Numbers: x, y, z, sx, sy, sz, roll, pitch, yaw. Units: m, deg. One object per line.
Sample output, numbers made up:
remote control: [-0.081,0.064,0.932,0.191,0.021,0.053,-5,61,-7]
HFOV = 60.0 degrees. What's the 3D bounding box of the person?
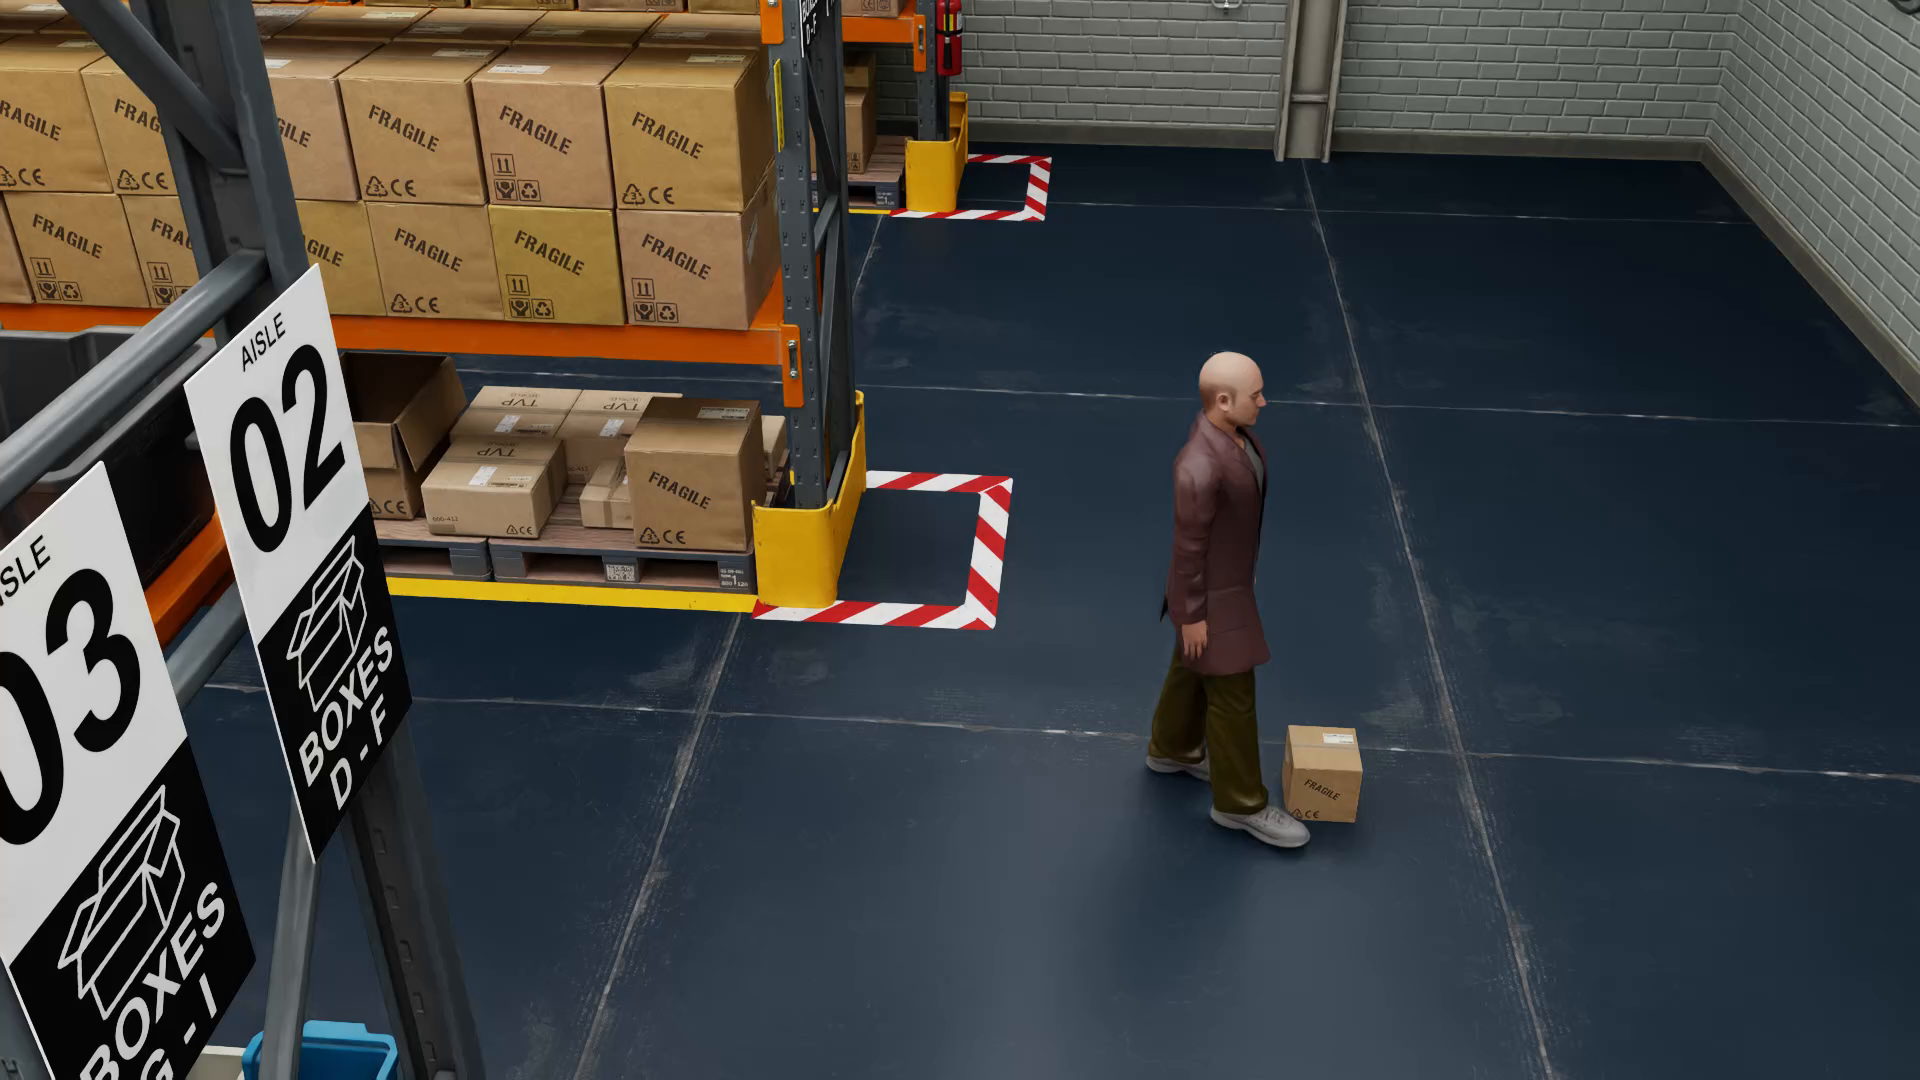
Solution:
person: [1.013,0.184,5.827,0.650,1.776,0.599,8,32,13]
